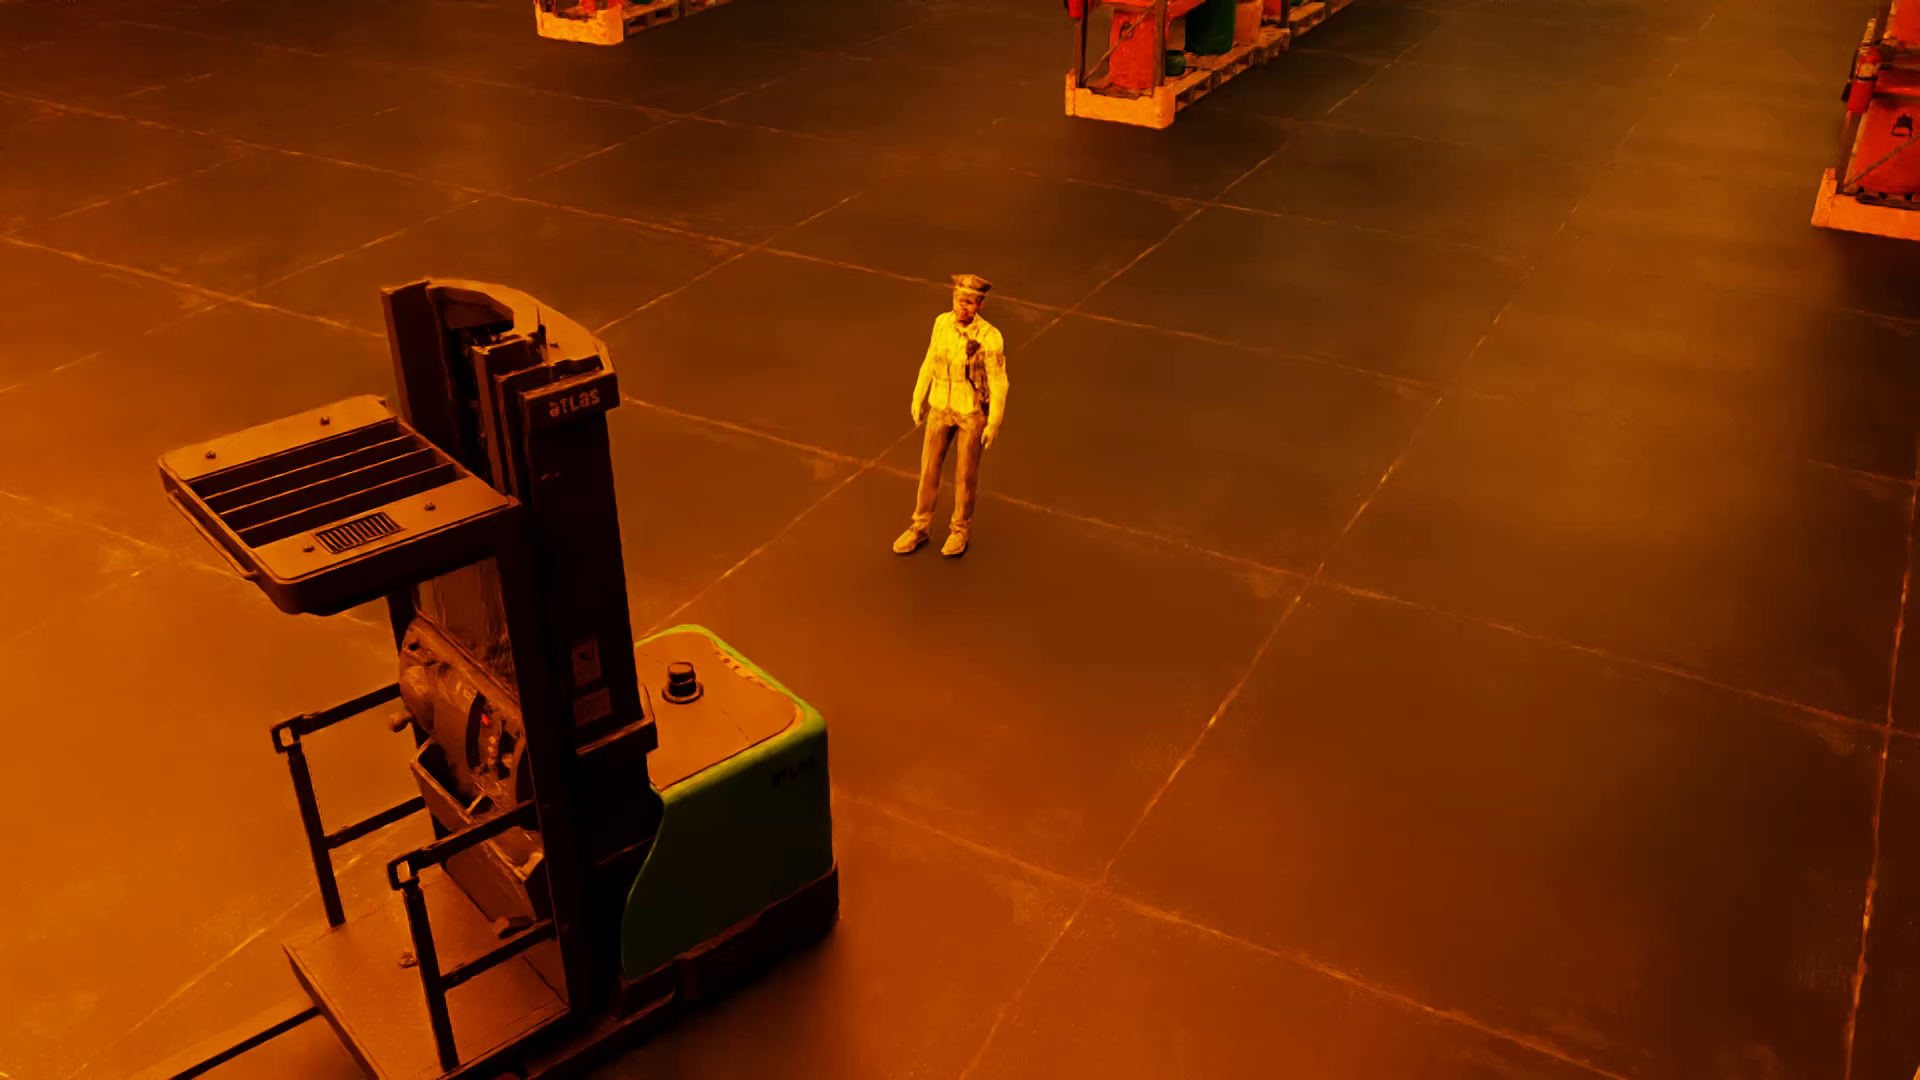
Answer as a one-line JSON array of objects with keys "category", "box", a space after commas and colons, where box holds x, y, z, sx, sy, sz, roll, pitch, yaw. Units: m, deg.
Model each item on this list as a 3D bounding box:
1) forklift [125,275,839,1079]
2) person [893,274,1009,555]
[{"category": "forklift", "box": [-1.963, 0.668, 5.914, 3.031, 2.935, 1.130, -24, 37, -35]}, {"category": "person", "box": [-0.039, -0.712, 9.527, 0.586, 1.695, 0.532, 15, 33, 25]}]
